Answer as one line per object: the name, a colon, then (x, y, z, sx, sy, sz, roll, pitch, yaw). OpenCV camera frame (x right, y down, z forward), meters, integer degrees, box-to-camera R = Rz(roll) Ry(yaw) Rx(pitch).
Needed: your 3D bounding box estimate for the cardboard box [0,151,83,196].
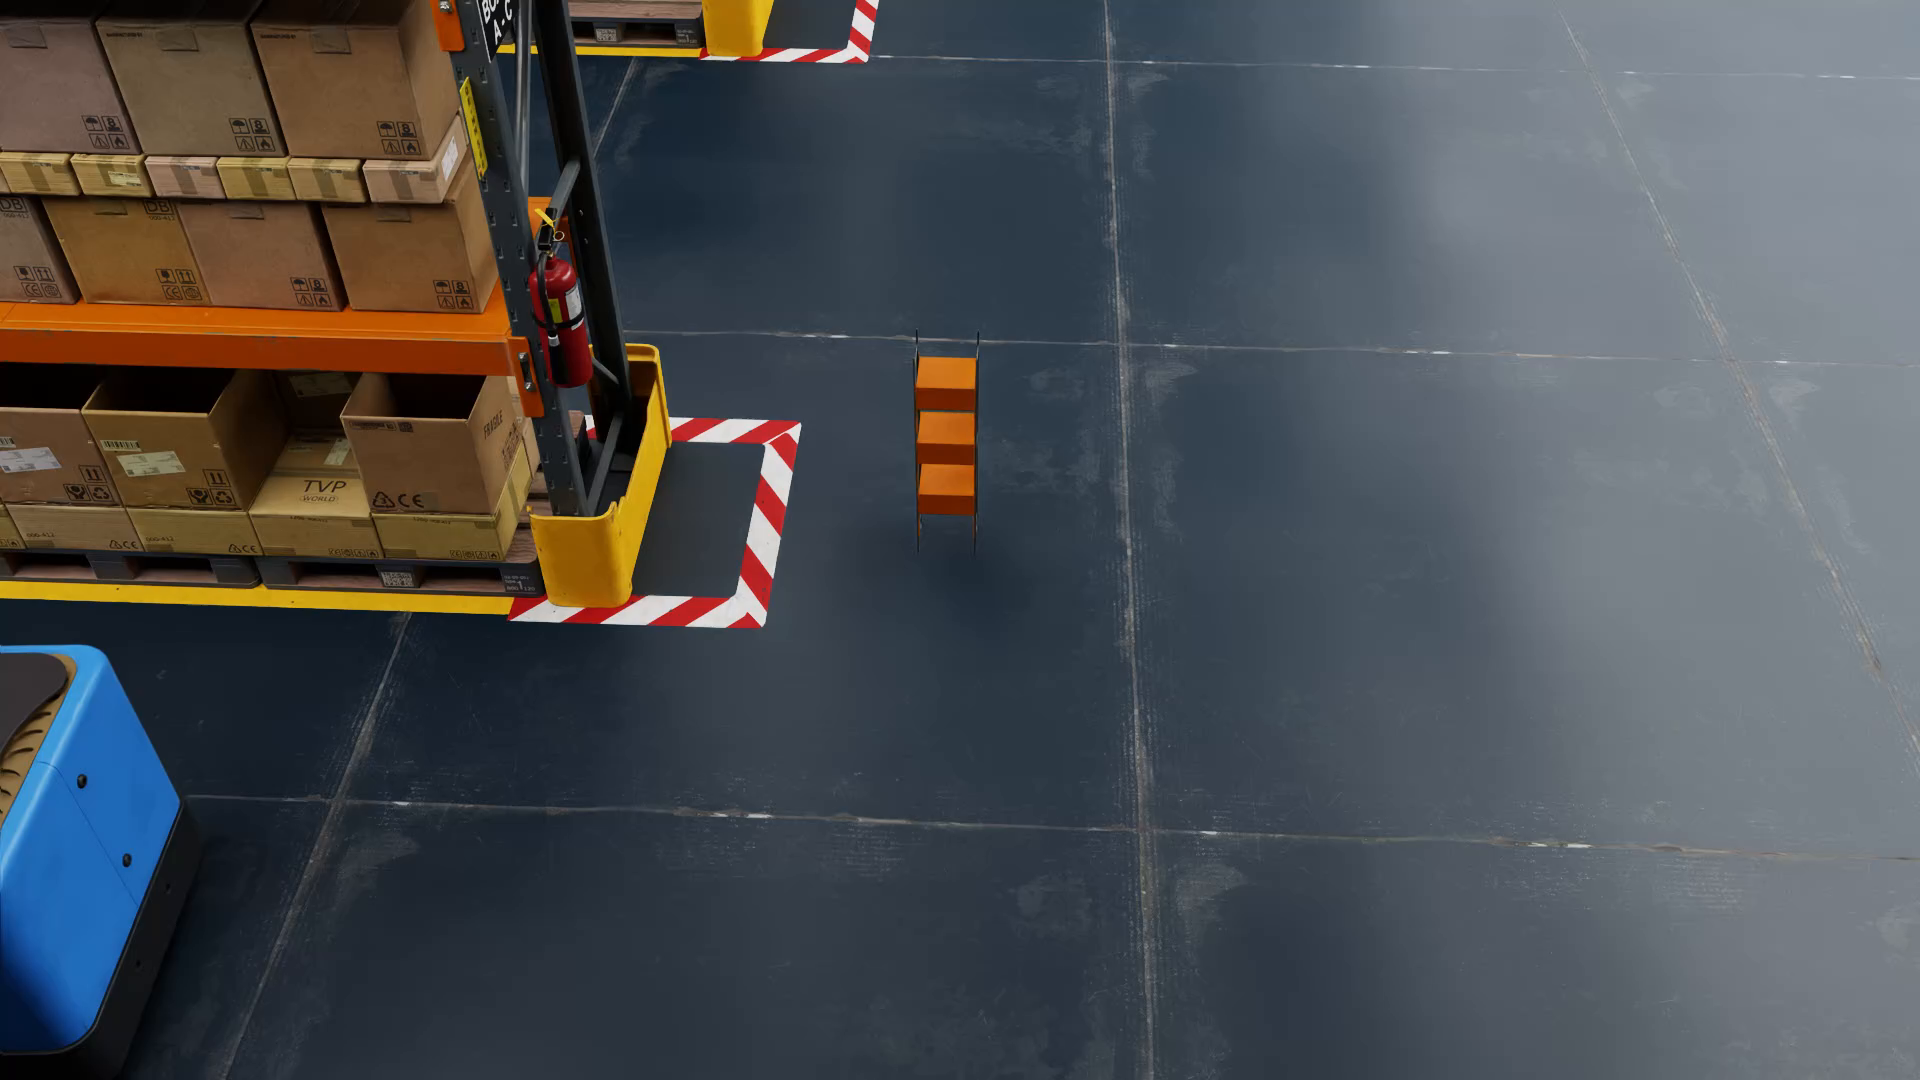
cardboard box: (-3.246, -1.409, 6.013, 0.250, 0.149, 0.380, 3, 43, 3)

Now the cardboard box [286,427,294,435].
cardboard box: (-3.087, -0.559, 7.358, 0.500, 0.250, 0.500, 2, 43, 2)

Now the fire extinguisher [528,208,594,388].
fire extinguisher: (-1.465, -0.866, 6.036, 0.183, 0.674, 0.296, 2, 43, 2)

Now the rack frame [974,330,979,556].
rack frame: (0.068, -0.382, 6.890, 0.008, 1.050, 0.200, 2, 43, 2)

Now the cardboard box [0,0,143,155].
cardboard box: (-3.110, -1.778, 5.933, 0.500, 0.500, 0.700, 2, 43, 2)

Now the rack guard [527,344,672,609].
rack guard: (-1.538, -0.299, 7.205, 0.348, 0.500, 1.175, 2, 43, 2)

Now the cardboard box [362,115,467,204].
cardboard box: (-1.953, -1.371, 5.971, 0.250, 0.149, 0.380, 1, 43, 1)

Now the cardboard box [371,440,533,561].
cardboard box: (-2.111, -0.178, 6.949, 0.500, 0.250, 0.500, 2, 43, 2)

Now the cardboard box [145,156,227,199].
cardboard box: (-2.721, -1.395, 5.997, 0.250, 0.149, 0.380, 2, 43, 2)

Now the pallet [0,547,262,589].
pallet: (-3.544, -0.229, 7.341, 1.213, 0.211, 1.003, 2, 43, 2)

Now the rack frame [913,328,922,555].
rack frame: (-0.175, -0.390, 6.898, 0.008, 1.050, 0.200, 2, 43, 2)

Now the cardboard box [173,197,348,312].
cardboard box: (-2.553, -1.287, 6.358, 0.500, 0.500, 0.700, 3, 43, 3)

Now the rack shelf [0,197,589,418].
rack shelf: (-3.560, -1.013, 6.664, 4.000, 0.370, 1.077, 2, 43, 2)

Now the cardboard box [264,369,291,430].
cardboard box: (-3.088, -0.825, 7.094, 0.500, 0.500, 0.500, 2, 43, 2)

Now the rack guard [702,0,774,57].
rack guard: (-1.414, -3.643, 10.794, 0.348, 0.500, 1.175, 2, 43, 2)

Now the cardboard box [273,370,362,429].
cardboard box: (-2.588, -0.819, 7.087, 0.500, 0.500, 0.500, 2, 43, 2)

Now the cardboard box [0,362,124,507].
cardboard box: (-3.611, -0.487, 6.732, 0.500, 0.500, 0.500, 2, 43, 2)

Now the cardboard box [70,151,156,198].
cardboard box: (-2.983, -1.402, 6.006, 0.250, 0.149, 0.380, 3, 43, 3)

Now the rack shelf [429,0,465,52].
rack shelf: (-3.560, -2.110, 5.642, 4.000, 0.370, 1.077, 2, 43, 2)

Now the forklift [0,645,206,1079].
forklift: (-4.210, 0.398, 4.673, 3.031, 2.935, 1.130, -1, 43, -1)

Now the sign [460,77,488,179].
sign: (-1.601, -1.356, 5.482, 0.005, 0.325, 0.100, 2, 43, 2)

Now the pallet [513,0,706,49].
pallet: (-2.225, -3.566, 10.923, 1.213, 0.211, 1.003, 2, 43, 2)

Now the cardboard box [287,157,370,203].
cardboard box: (-2.214, -1.378, 5.979, 0.250, 0.149, 0.380, 3, 43, 3)

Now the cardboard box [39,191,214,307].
cardboard box: (-3.049, -1.306, 6.378, 0.500, 0.500, 0.700, 2, 43, 2)

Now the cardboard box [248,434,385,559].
cardboard box: (-2.611, -0.185, 6.957, 0.500, 0.250, 0.500, 2, 43, 2)

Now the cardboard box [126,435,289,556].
cardboard box: (-3.111, -0.199, 6.972, 0.500, 0.250, 0.500, 2, 43, 2)

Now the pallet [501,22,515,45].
pallet: (-3.440, -3.605, 10.965, 1.213, 0.211, 1.003, 2, 43, 2)

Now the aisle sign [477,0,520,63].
aisle sign: (-1.510, -1.964, 5.250, 0.004, 0.787, 0.394, 2, 43, 2)

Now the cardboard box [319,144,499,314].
cardboard box: (-2.028, -1.274, 6.344, 0.500, 0.500, 0.700, 2, 43, 2)

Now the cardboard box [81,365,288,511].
cardboard box: (-3.111, -0.471, 6.714, 0.500, 0.500, 0.500, 2, 43, 2)

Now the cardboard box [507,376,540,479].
cardboard box: (-2.088, -0.530, 7.328, 0.500, 0.250, 0.500, 2, 43, 2)

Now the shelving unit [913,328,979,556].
shelving unit: (-0.053, -0.386, 6.894, 0.252, 1.050, 0.215, 2, 43, 2)

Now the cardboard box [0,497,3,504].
cardboard box: (-4.110, -0.501, 6.747, 0.500, 0.500, 0.500, 2, 43, 2)

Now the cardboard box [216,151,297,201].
cardboard box: (-2.470, -1.385, 5.987, 0.250, 0.149, 0.380, 1, 43, 1)

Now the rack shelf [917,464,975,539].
rack shelf: (-0.053, -0.175, 7.091, 0.240, 0.259, 0.215, 2, 43, 2)

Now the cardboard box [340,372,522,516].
cardboard box: (-2.112, -0.450, 6.692, 0.500, 0.500, 0.500, 2, 43, 2)

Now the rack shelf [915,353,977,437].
rack shelf: (-0.053, -0.586, 6.708, 0.240, 0.259, 0.215, 2, 43, 2)

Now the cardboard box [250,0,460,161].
cardboard box: (-2.081, -1.751, 5.903, 0.500, 0.500, 0.700, 2, 43, 2)

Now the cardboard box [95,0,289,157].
cardboard box: (-2.607, -1.763, 5.917, 0.500, 0.500, 0.700, 1, 43, 1)

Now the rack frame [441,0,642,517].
rack frame: (-1.562, -1.215, 6.353, 0.127, 3.000, 1.000, 2, 43, 2)

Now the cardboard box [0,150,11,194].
cardboard box: (-3.502, -1.417, 6.021, 0.250, 0.149, 0.380, 1, 43, 1)

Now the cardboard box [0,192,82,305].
cardboard box: (-3.575, -1.320, 6.393, 0.500, 0.500, 0.700, 3, 43, 3)

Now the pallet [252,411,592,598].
pallet: (-2.328, -0.189, 7.298, 1.213, 0.211, 1.003, 2, 43, 2)

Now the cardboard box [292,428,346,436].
cardboard box: (-2.588, -0.543, 7.341, 0.500, 0.250, 0.500, 2, 43, 2)

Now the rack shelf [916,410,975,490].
rack shelf: (-0.053, -0.378, 6.901, 0.240, 0.259, 0.215, 2, 43, 2)

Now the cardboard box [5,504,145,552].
cardboard box: (-3.610, -0.215, 6.990, 0.500, 0.250, 0.500, 2, 43, 2)

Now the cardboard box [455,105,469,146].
cardboard box: (-1.945, -1.647, 6.268, 0.250, 0.149, 0.380, 1, 43, 2)

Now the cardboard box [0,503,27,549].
cardboard box: (-4.110, -0.227, 7.002, 0.500, 0.250, 0.500, 2, 43, 2)
